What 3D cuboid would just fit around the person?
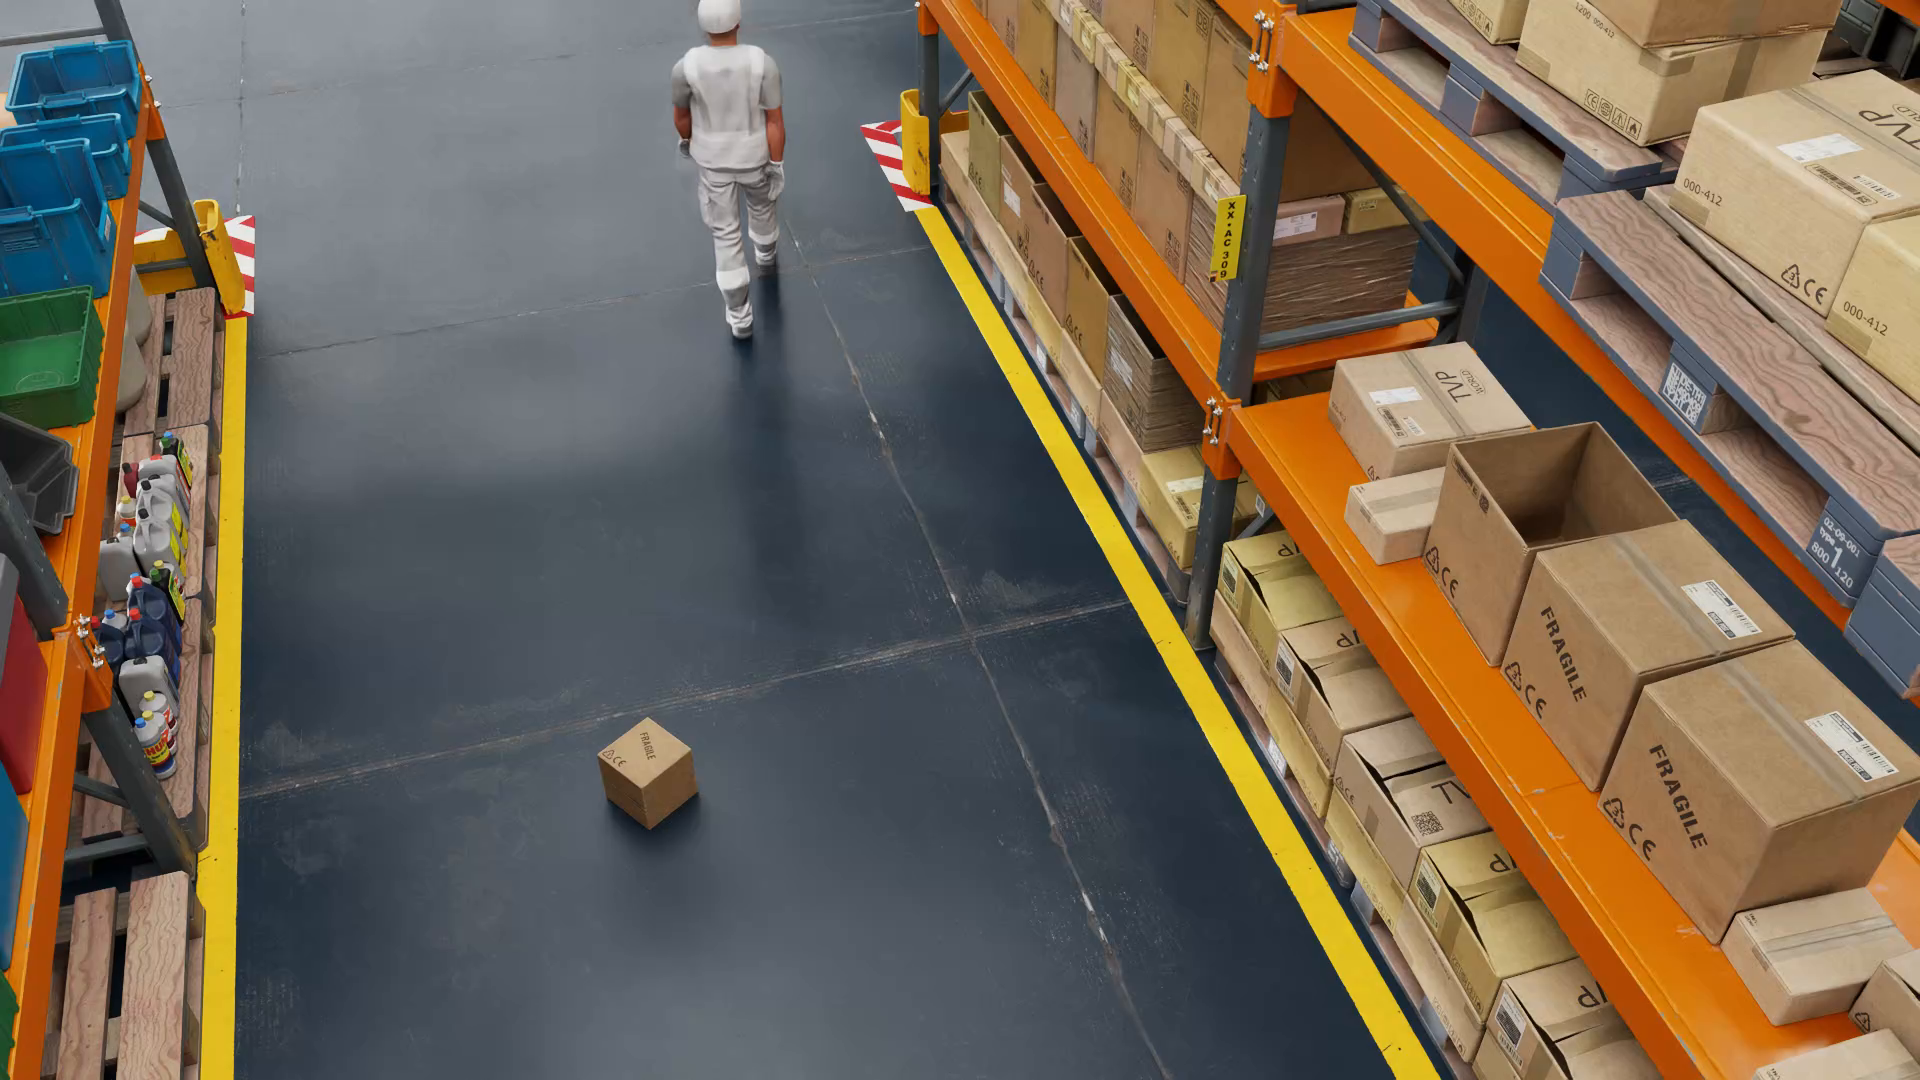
[{"bbox_3d":[-1.147,-2.005,8.355,0.535,1.734,0.995,-6,42,-7],"label":"person"}]
